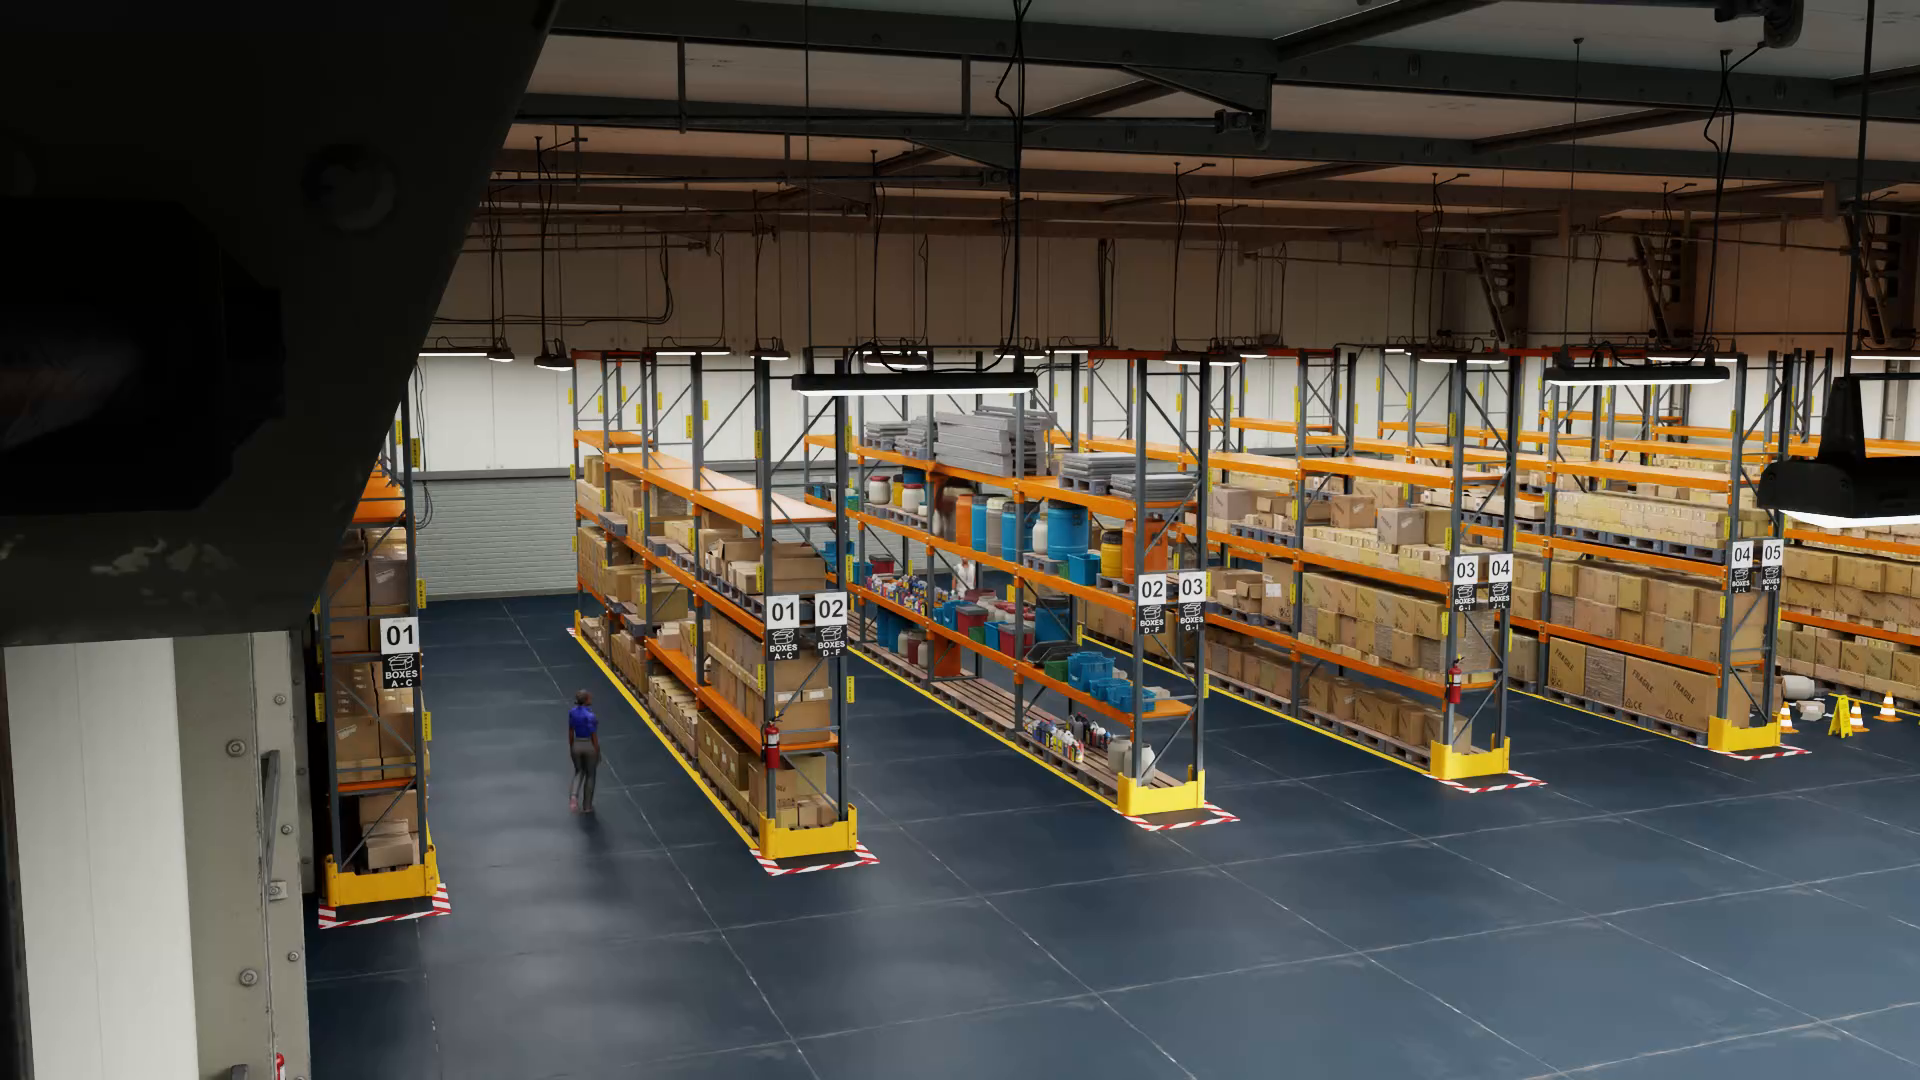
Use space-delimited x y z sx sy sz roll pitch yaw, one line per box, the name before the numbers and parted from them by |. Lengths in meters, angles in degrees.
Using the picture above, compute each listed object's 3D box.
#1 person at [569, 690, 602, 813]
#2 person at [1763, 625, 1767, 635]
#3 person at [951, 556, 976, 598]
person | -4.960 2.781 21.918 0.456 1.649 0.466 2 7 13
person | 16.815 1.173 34.904 0.568 1.645 0.822 -4 8 -31
person | 0.144 1.092 35.040 0.563 1.736 1.026 -3 8 -22
